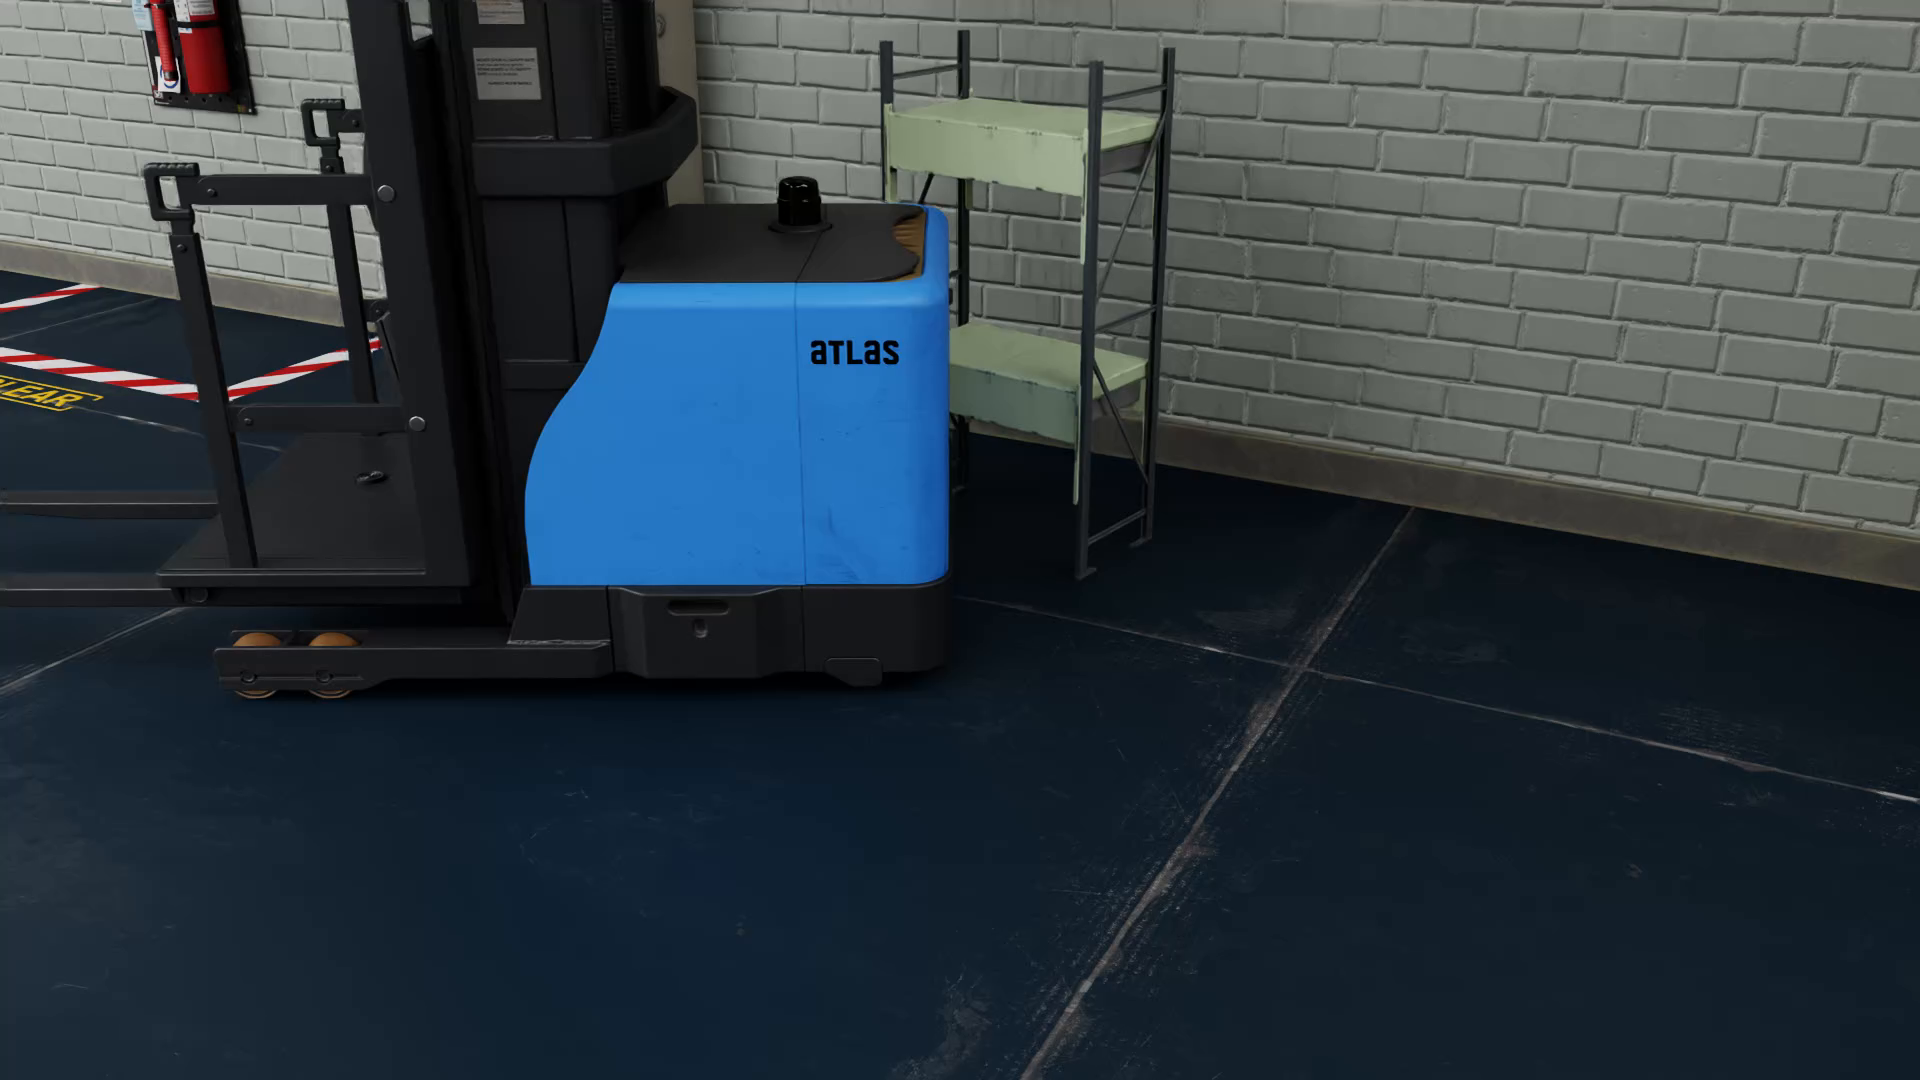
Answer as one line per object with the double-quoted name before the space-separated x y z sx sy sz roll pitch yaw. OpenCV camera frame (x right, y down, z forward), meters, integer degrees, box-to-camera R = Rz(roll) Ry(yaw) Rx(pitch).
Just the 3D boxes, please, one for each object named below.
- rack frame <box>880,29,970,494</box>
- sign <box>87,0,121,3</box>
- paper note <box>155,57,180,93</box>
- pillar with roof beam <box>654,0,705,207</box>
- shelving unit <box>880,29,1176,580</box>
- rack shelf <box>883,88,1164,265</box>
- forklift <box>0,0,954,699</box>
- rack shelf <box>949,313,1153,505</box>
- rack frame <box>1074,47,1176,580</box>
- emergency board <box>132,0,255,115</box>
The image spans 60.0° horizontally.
"rack frame" -0.101 -0.811 5.241 0.023 1.500 0.400 17 28 35
"sign" -3.862 -2.580 7.438 0.234 0.329 0.001 11 25 25
"paper note" -3.542 -2.080 7.433 0.142 0.148 0.016 11 25 25
"pillar with roof beam" -3.170 -3.237 1.363 0.400 9.000 9.100 11 25 25
"shelving unit" 0.187 -0.722 5.032 0.755 1.500 0.431 17 28 35
"rack shelf" 0.187 -1.082 4.880 0.720 0.370 0.431 17 28 35
"forklift" -1.534 -1.147 4.202 3.031 2.935 1.130 0 23 0
"rack shelf" 0.187 -0.422 5.160 0.720 0.370 0.431 17 28 35
"rack frame" 0.474 -0.634 4.824 0.023 1.500 0.400 17 28 35
"emergency board" -3.415 -2.430 7.130 0.643 1.169 0.194 11 25 25
